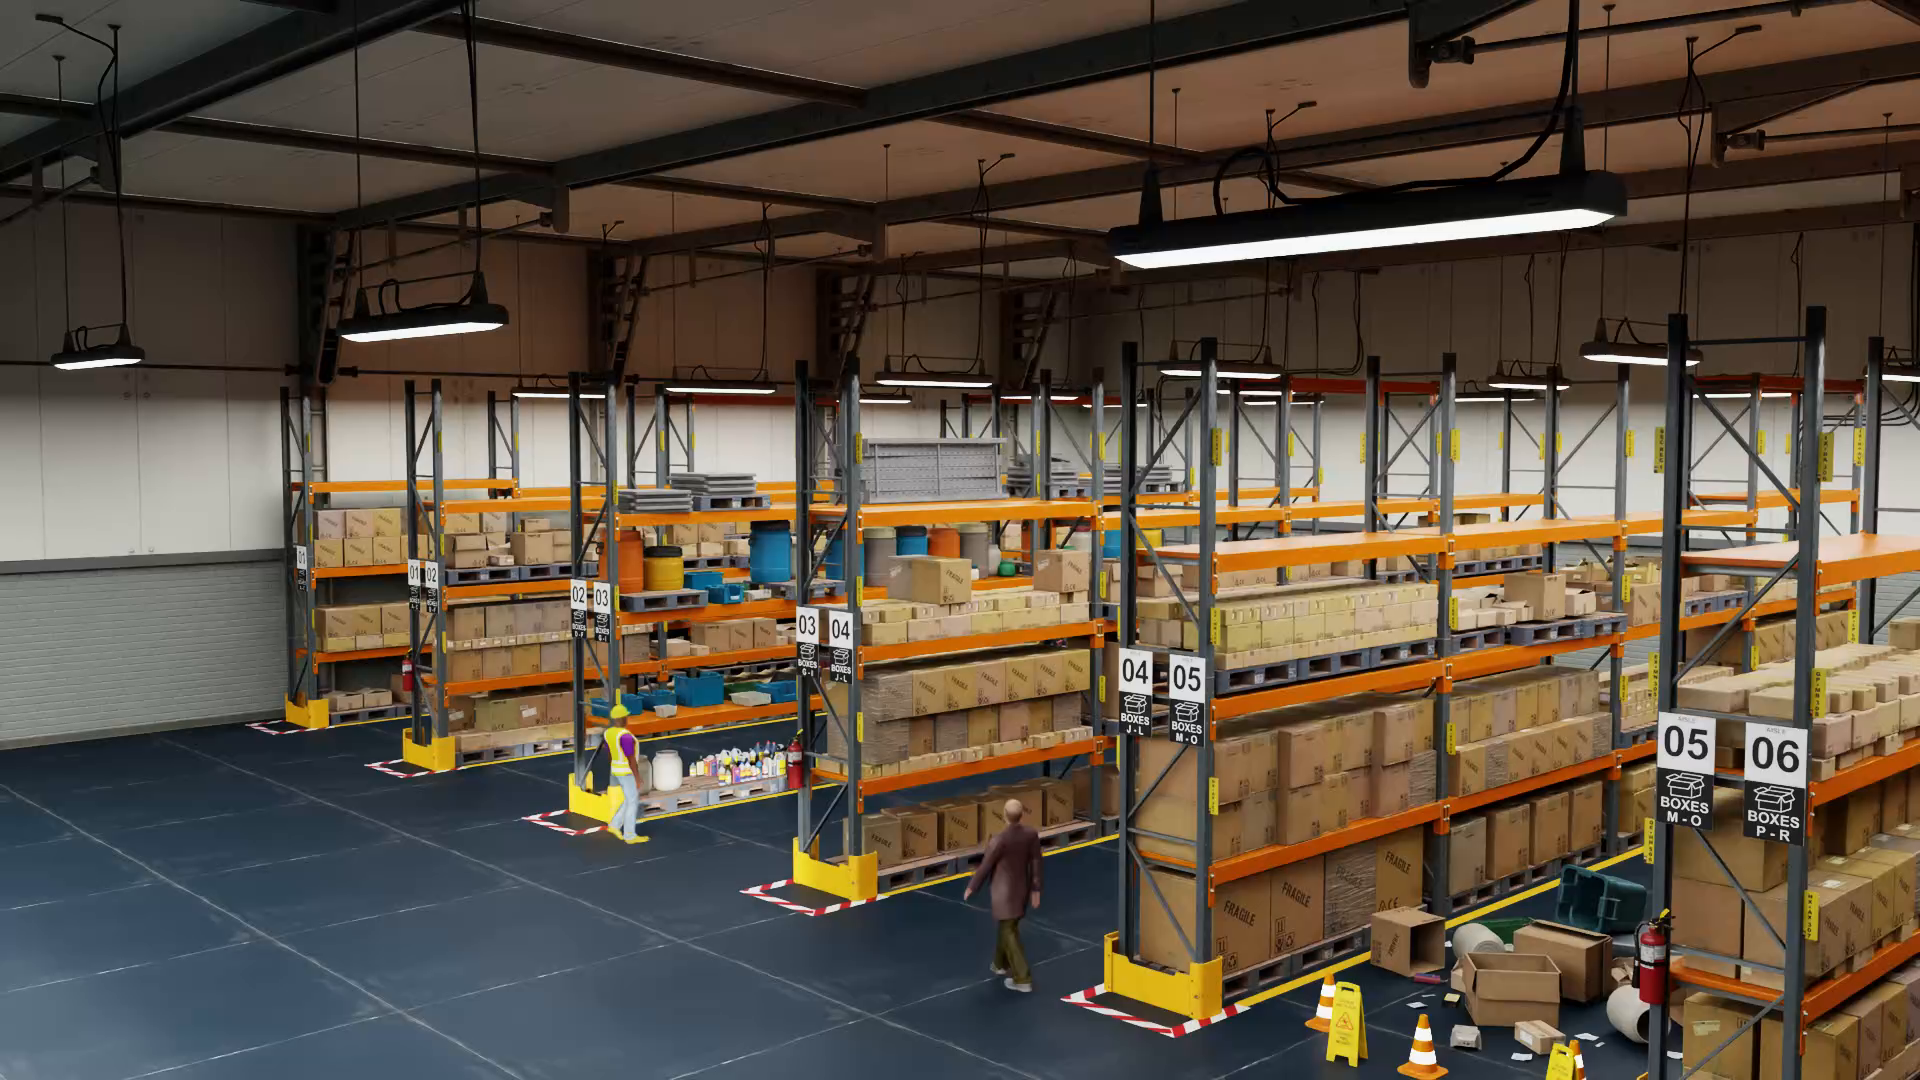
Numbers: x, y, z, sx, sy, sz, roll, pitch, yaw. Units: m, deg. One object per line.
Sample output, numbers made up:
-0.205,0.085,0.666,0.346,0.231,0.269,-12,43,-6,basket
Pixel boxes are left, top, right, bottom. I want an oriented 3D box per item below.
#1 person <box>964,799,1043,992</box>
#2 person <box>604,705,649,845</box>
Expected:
0.405,3.296,15.534,0.676,1.752,0.904,-3,5,-37,person
-4.205,2.956,21.005,0.515,1.765,0.590,-2,4,-24,person
